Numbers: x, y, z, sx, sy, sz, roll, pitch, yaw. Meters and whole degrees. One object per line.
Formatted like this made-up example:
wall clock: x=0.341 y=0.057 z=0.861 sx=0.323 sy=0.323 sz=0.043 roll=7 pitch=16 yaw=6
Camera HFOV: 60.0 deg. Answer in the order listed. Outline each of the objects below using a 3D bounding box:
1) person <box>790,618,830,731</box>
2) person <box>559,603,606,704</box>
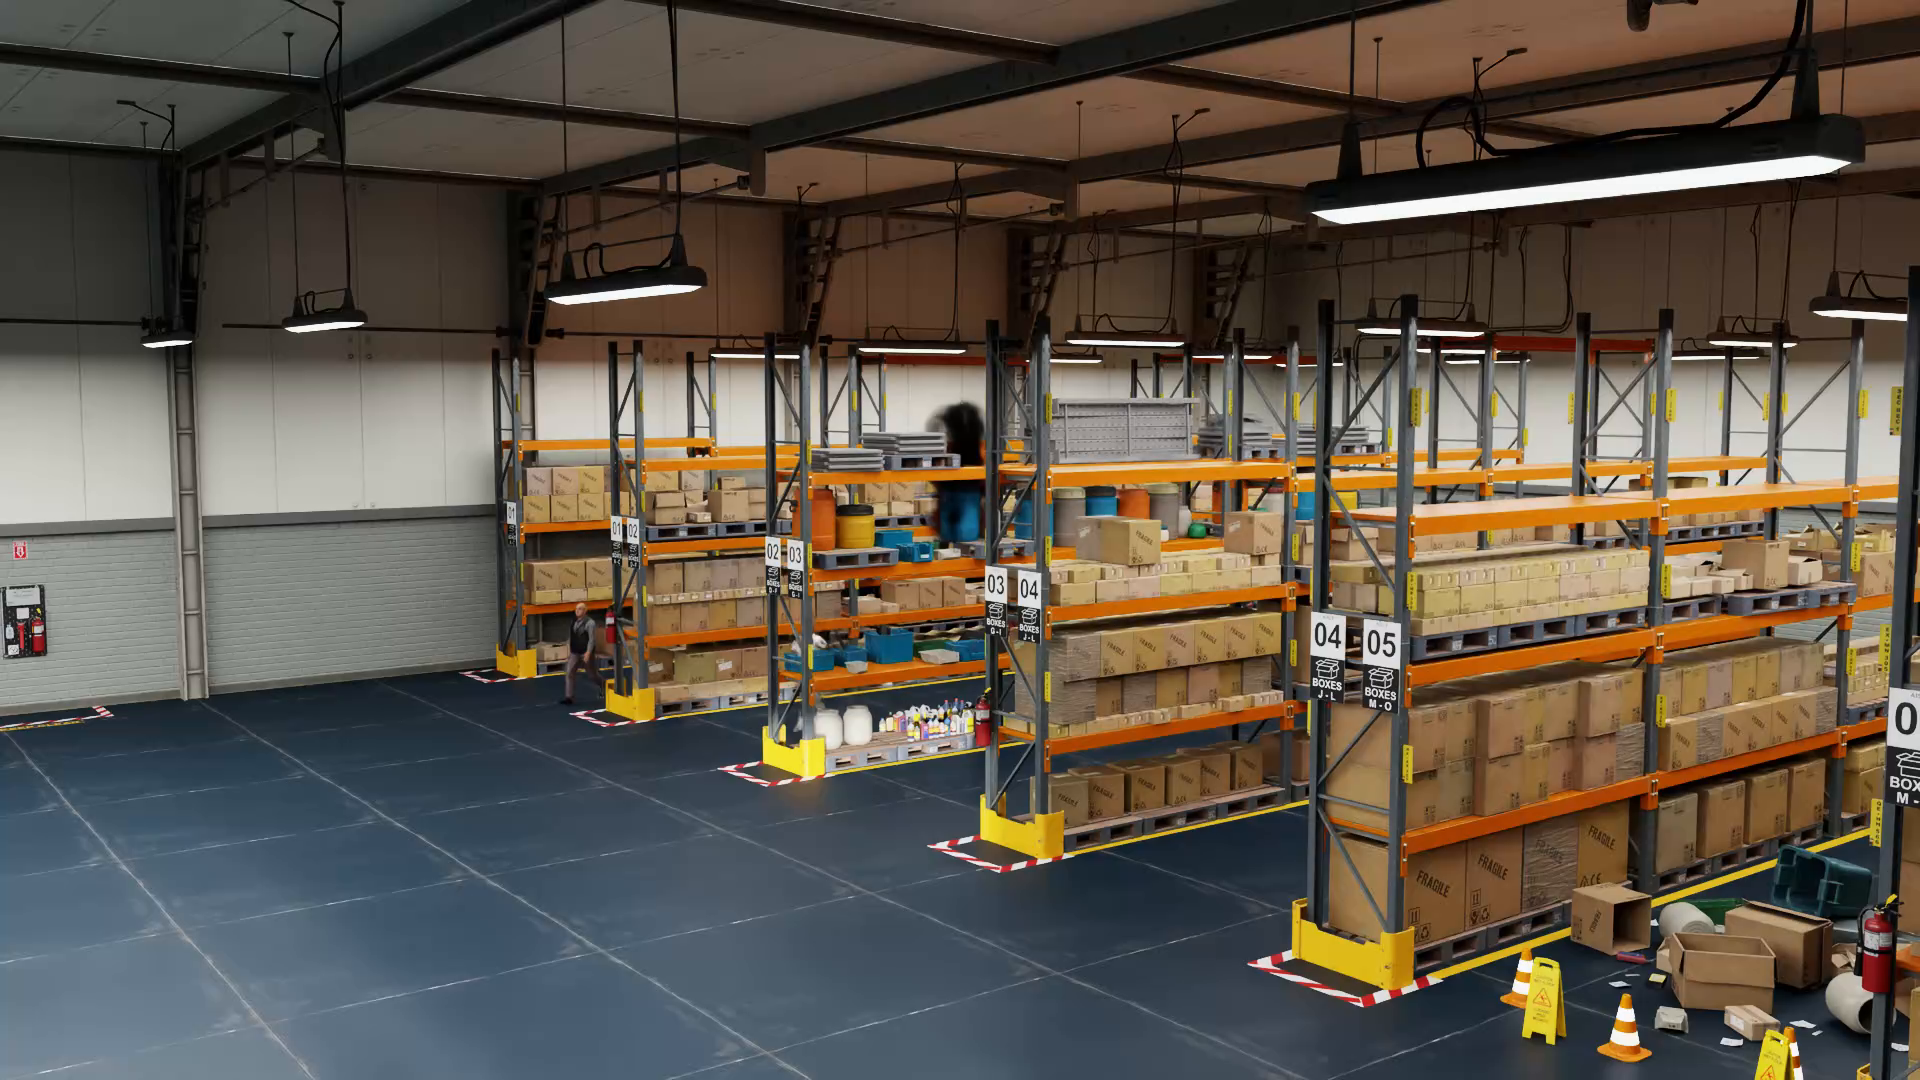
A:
person: x=-2.344 y=2.049 z=25.788 sx=0.528 sy=1.742 sz=0.860 roll=4 pitch=6 yaw=38
person: x=-6.300 y=1.883 z=27.785 sx=0.576 sy=1.675 sz=1.052 roll=3 pitch=6 yaw=27
